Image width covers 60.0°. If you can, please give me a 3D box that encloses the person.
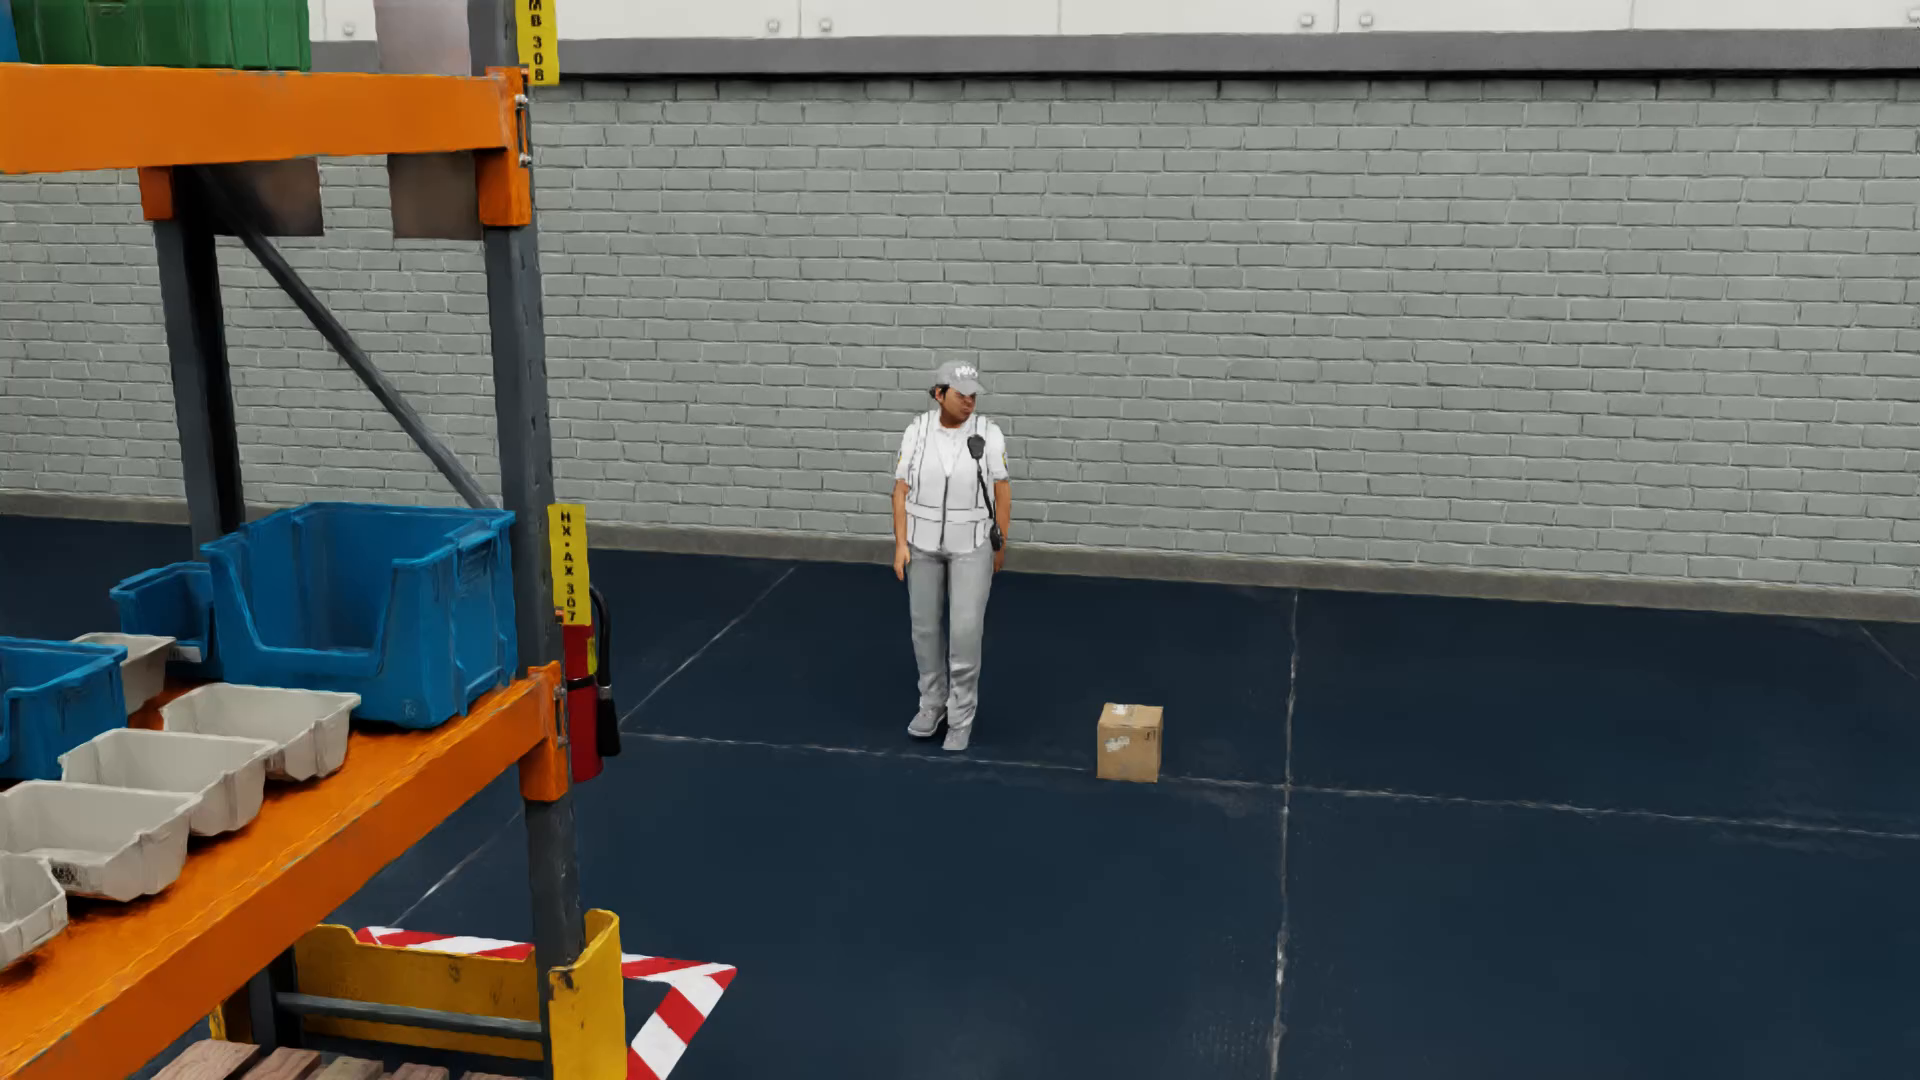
[{"bbox_3d":[-0.045,0.094,7.248,0.502,1.762,0.468,3,15,11],"label":"person"}]
